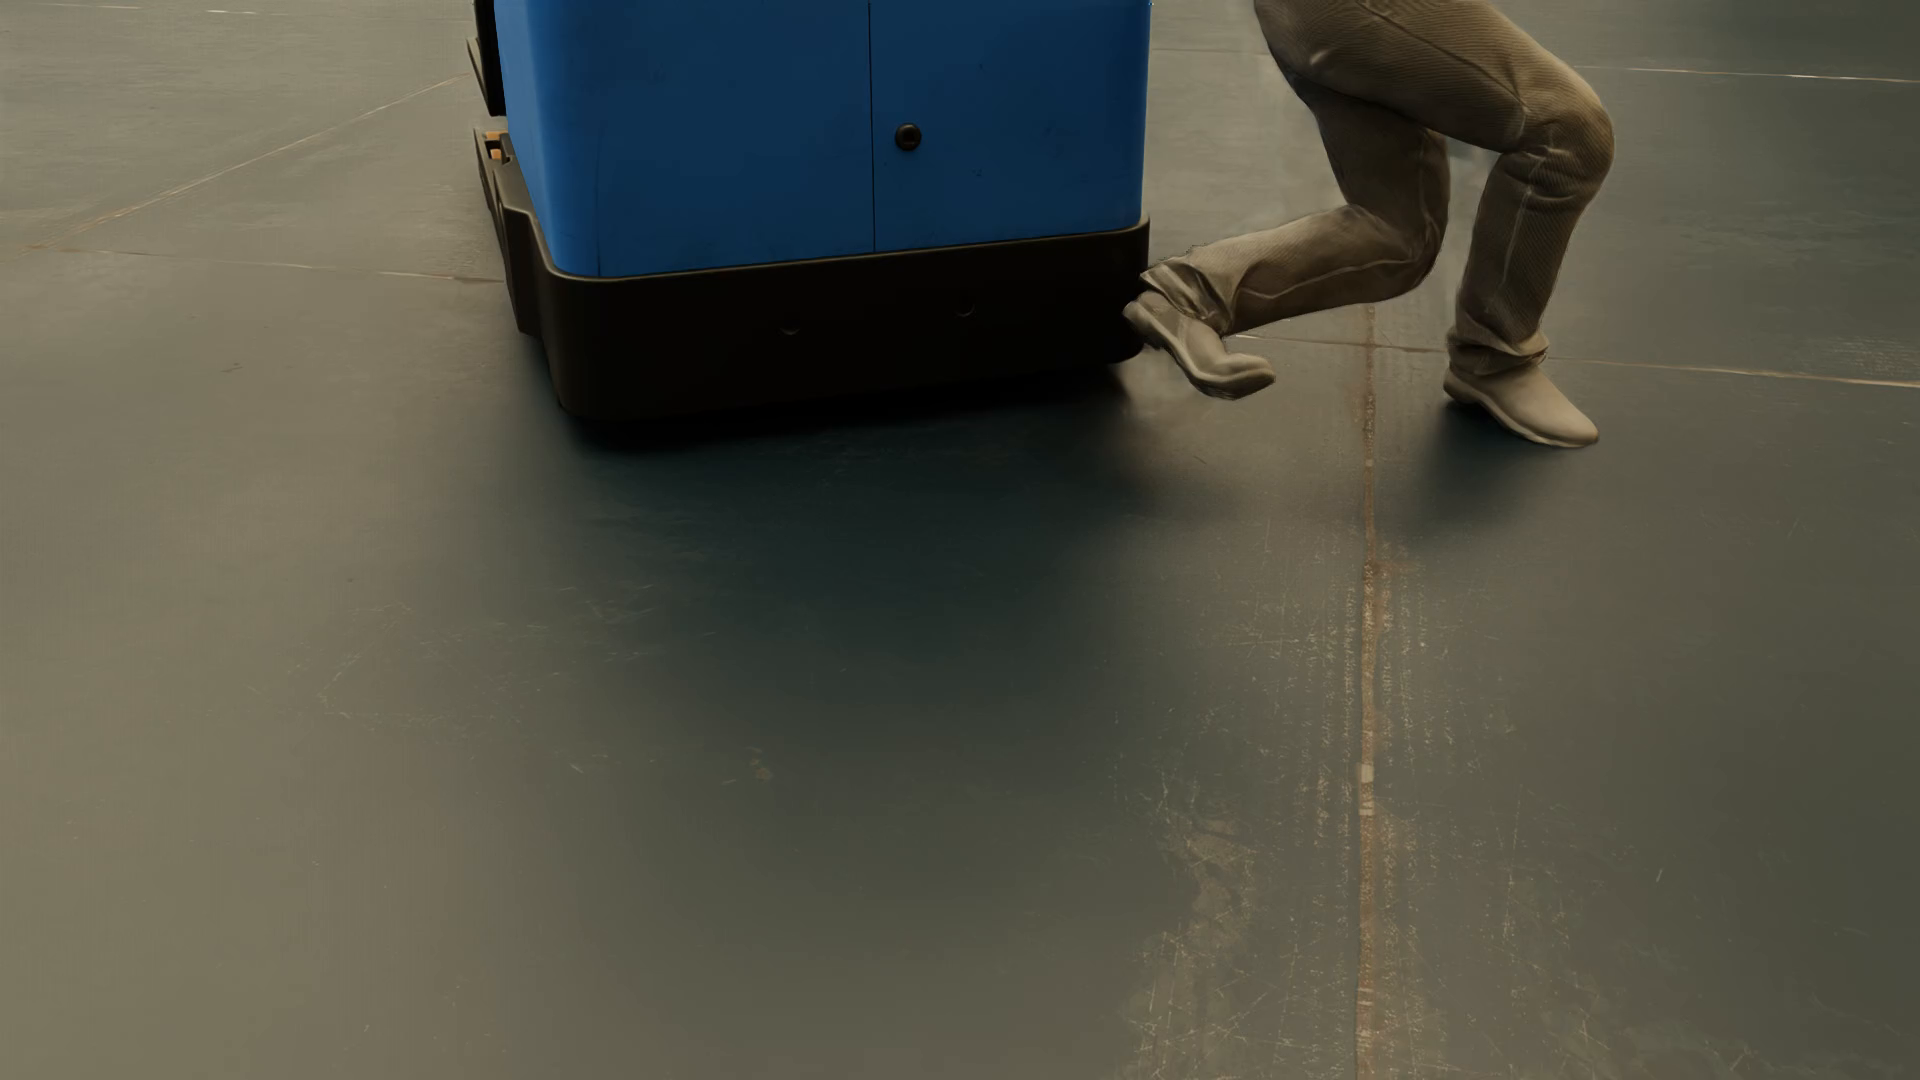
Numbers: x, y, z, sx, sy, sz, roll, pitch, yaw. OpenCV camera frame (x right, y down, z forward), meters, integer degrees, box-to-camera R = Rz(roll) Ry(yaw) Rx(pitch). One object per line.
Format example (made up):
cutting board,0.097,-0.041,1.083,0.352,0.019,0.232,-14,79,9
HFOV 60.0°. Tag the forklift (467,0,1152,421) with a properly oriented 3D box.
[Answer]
forklift,-0.601,-2.148,3.504,1.130,2.935,3.031,-8,28,-16

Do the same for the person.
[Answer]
person,0.825,-0.838,2.502,1.100,1.533,0.848,12,29,22
